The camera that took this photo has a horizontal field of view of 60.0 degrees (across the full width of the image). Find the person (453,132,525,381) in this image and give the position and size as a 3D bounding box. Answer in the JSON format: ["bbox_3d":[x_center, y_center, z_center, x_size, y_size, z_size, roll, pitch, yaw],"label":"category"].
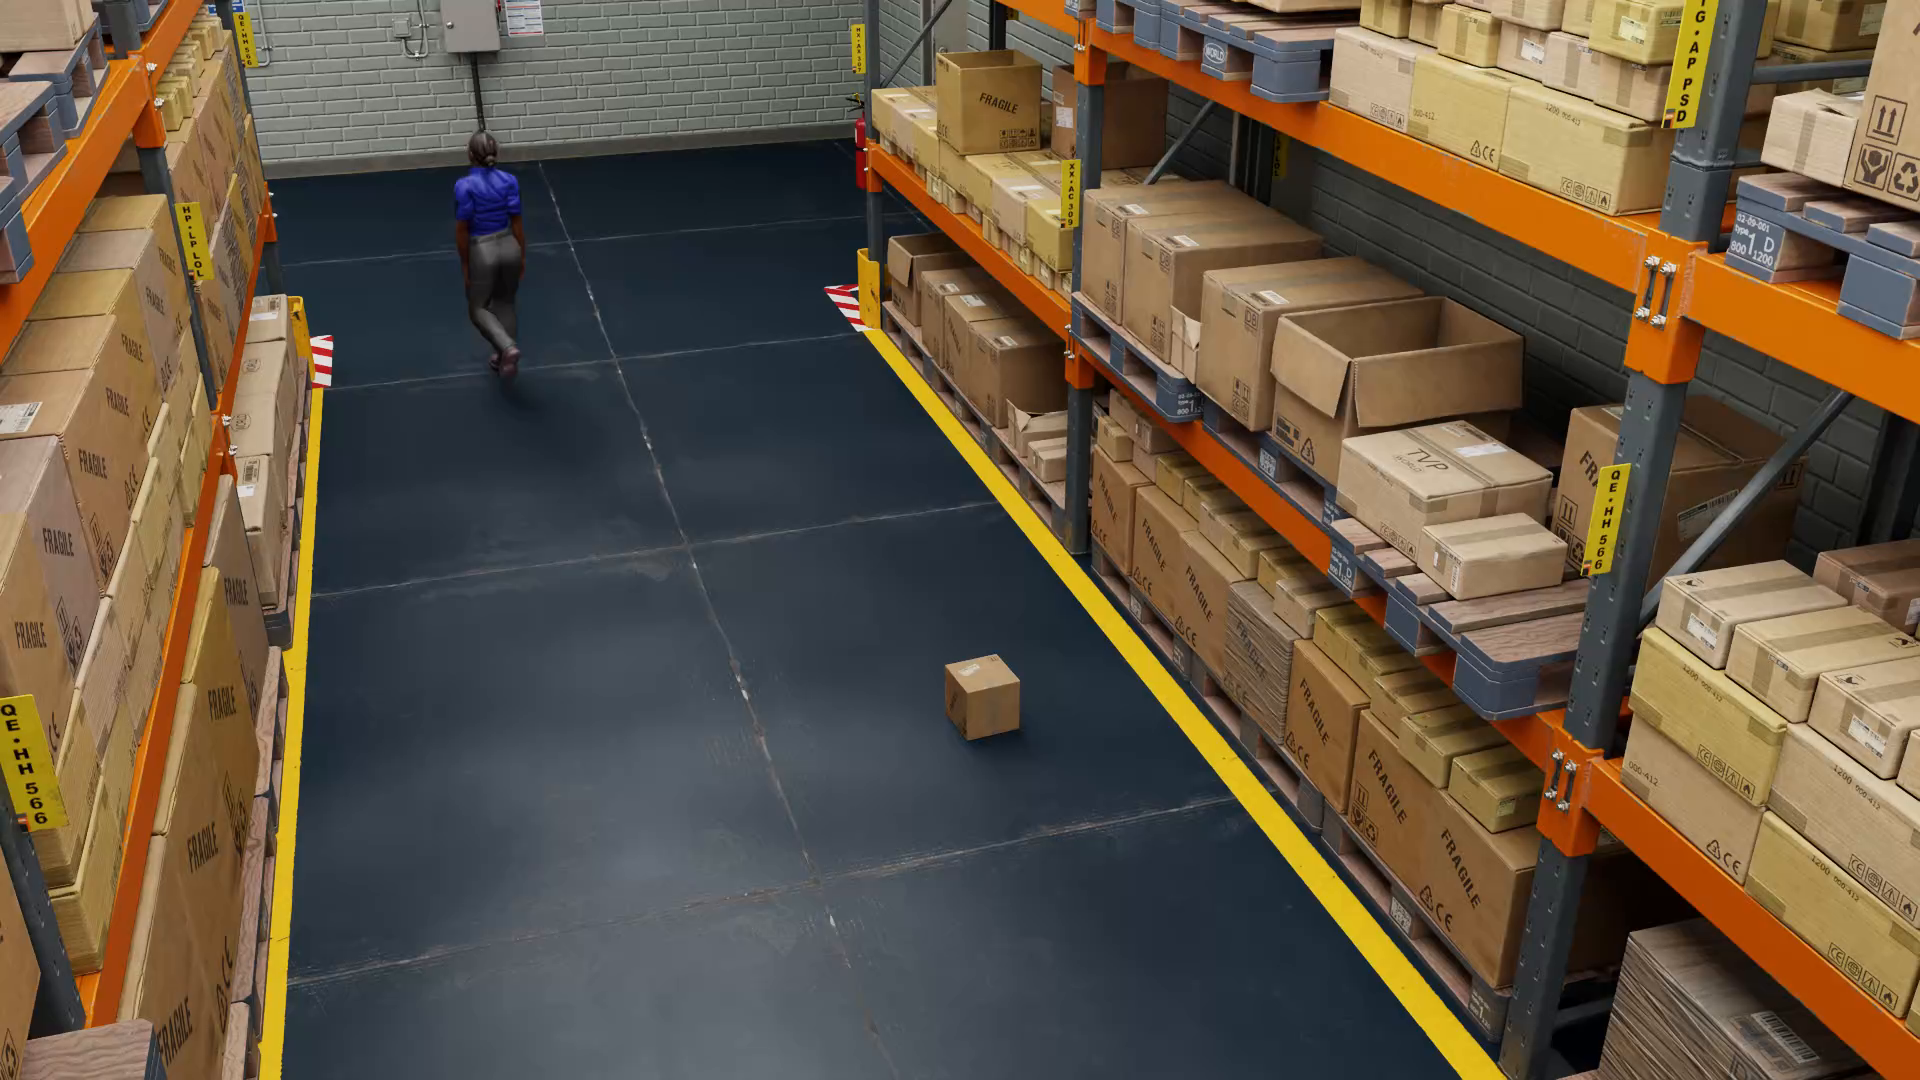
[{"bbox_3d":[-3.004,-1.810,10.722,0.449,1.625,0.693,-19,32,-33],"label":"person"}]
